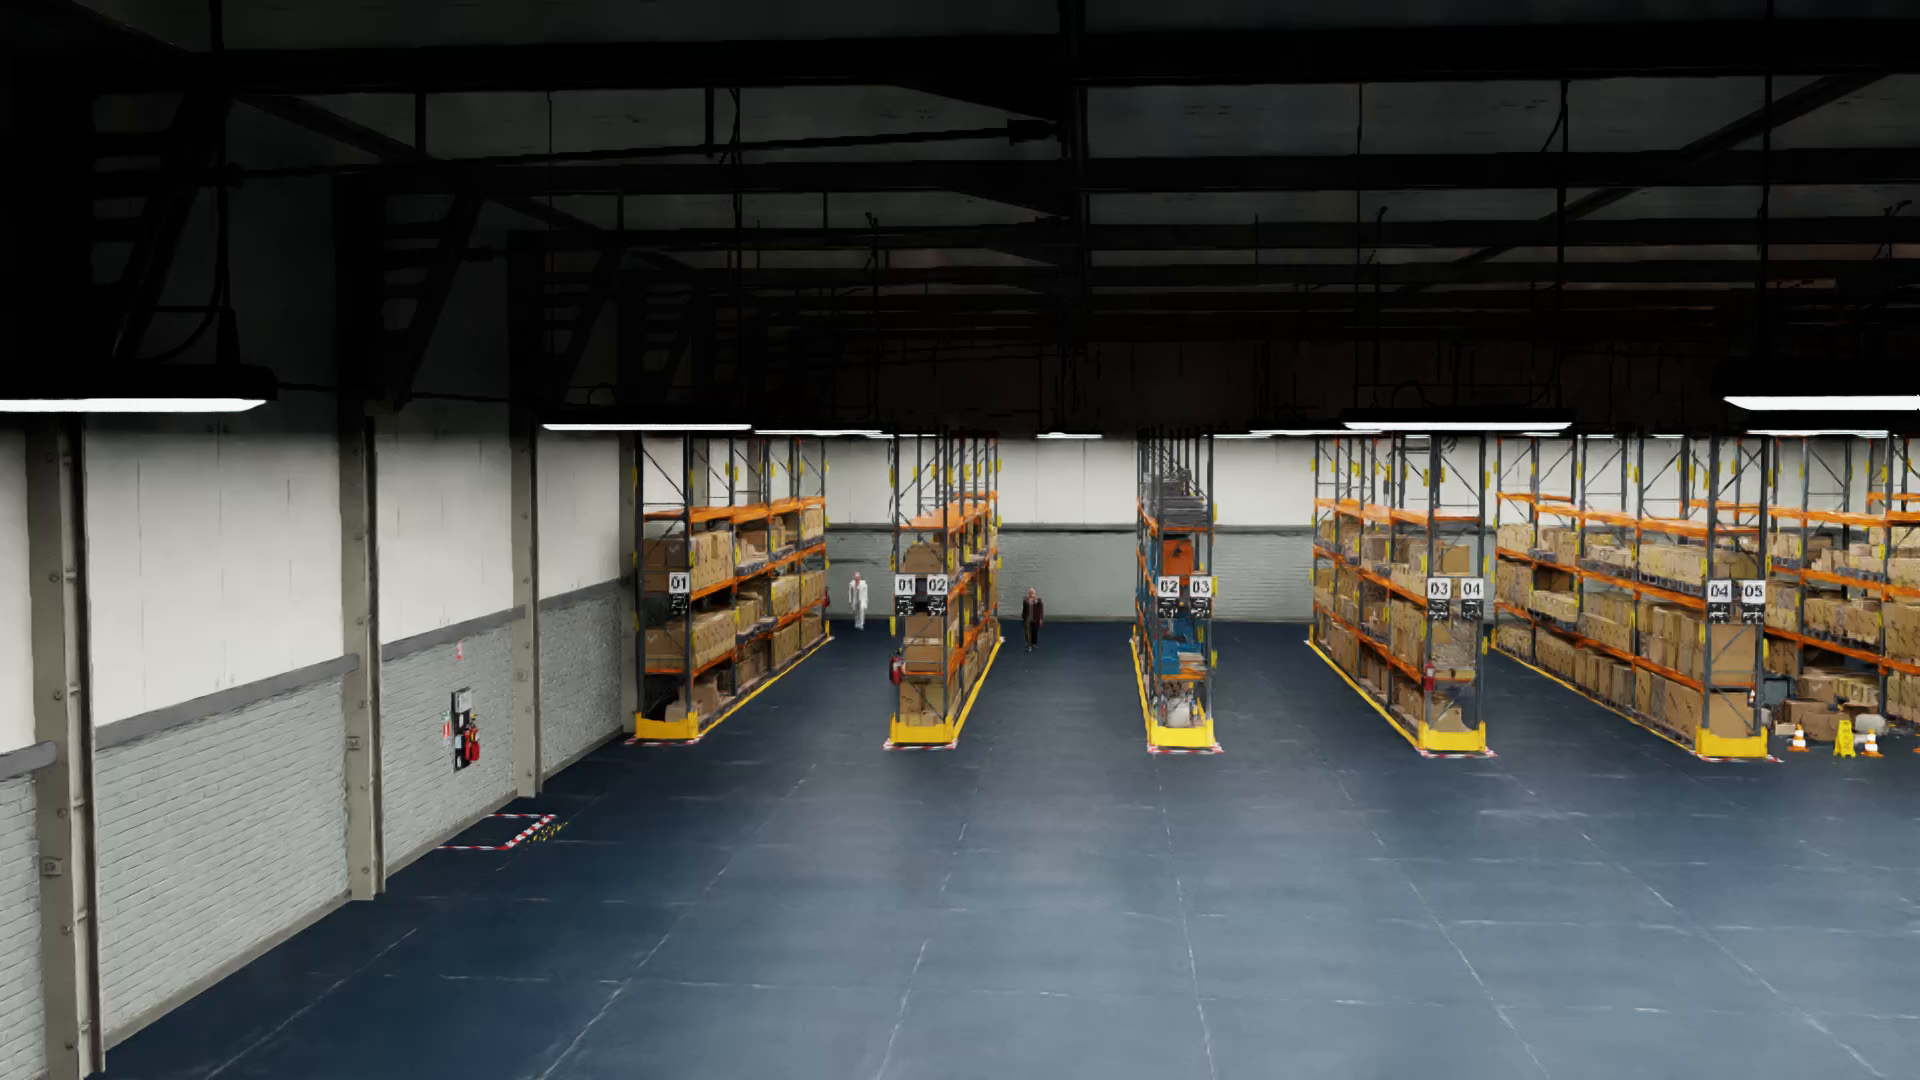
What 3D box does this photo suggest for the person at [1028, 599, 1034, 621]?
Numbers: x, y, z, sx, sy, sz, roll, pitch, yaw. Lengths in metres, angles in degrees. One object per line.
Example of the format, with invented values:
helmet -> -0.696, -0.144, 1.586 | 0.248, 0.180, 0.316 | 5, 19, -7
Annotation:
person -> 1.979, 1.863, 45.214 | 0.536, 0.672, 0.349 | 0, 3, 4

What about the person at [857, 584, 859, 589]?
person -> -3.082, 1.404, 50.145 | 0.078, 0.151, 0.070 | 0, 3, 3
